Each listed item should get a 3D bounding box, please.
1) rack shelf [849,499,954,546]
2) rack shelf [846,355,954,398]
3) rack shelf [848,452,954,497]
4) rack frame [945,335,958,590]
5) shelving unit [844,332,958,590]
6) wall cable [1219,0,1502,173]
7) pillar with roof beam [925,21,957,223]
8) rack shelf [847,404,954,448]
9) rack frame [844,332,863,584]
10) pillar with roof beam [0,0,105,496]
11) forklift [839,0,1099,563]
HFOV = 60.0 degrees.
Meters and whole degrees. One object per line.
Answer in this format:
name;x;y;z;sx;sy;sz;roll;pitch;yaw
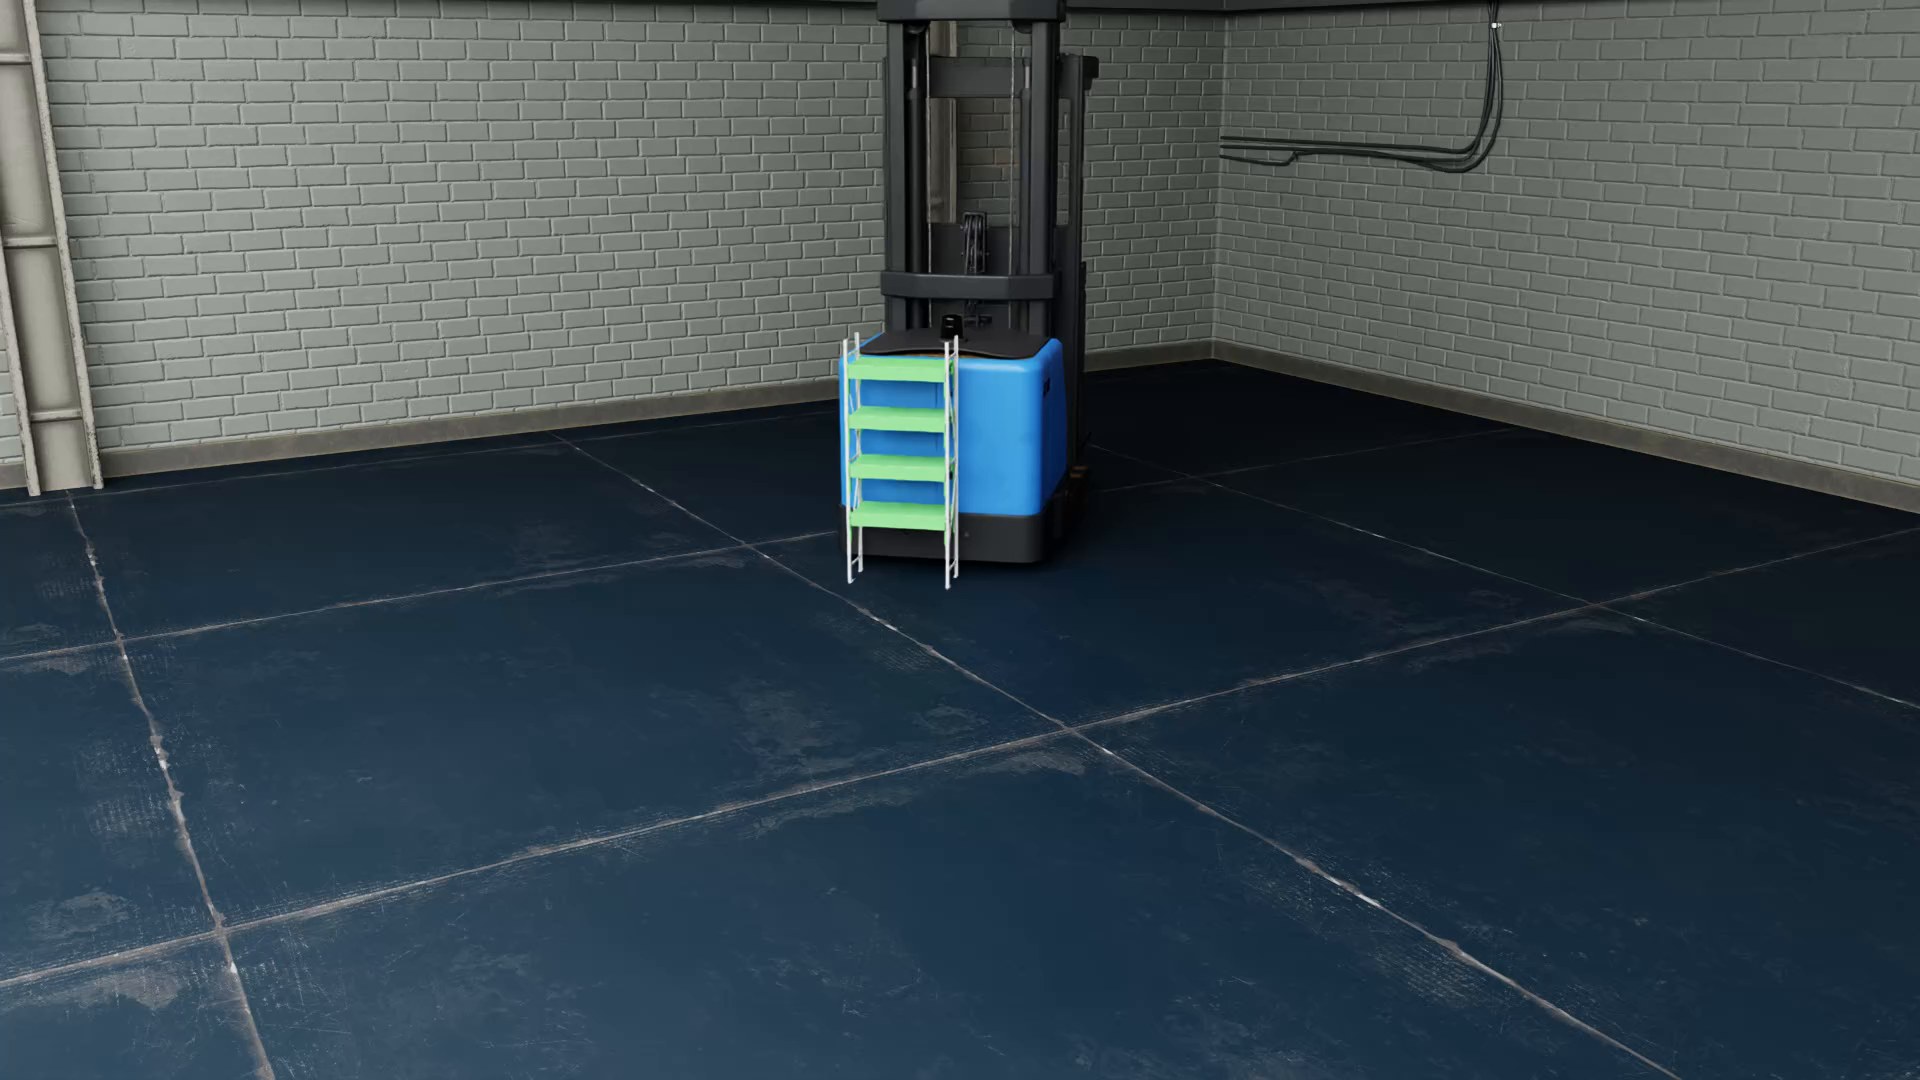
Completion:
rack shelf;-0.279;-0.089;8.131;0.480;0.148;0.258;3;16;11
rack shelf;-0.279;-0.782;7.937;0.480;0.148;0.258;3;16;11
rack shelf;-0.279;-0.320;8.066;0.480;0.148;0.258;3;16;11
rack frame;-0.039;-0.369;8.004;0.015;1.200;0.240;3;16;11
shelving unit;-0.279;-0.382;8.049;0.503;1.200;0.258;3;16;11
wall cable;2.939;-4.098;12.610;0.112;2.526;3.097;-9;18;-30
pillar with roof beam;1.950;-4.494;8.269;0.400;9.000;9.100;-9;18;-30
rack shelf;-0.279;-0.551;8.001;0.480;0.148;0.258;3;16;11
rack frame;-0.518;-0.394;8.094;0.015;1.200;0.240;3;16;11
pillar with roof beam;-3.193;-3.660;5.293;0.400;9.000;9.100;-9;18;-30
forklift;0.171;-1.649;9.362;1.130;2.935;3.031;3;16;11
